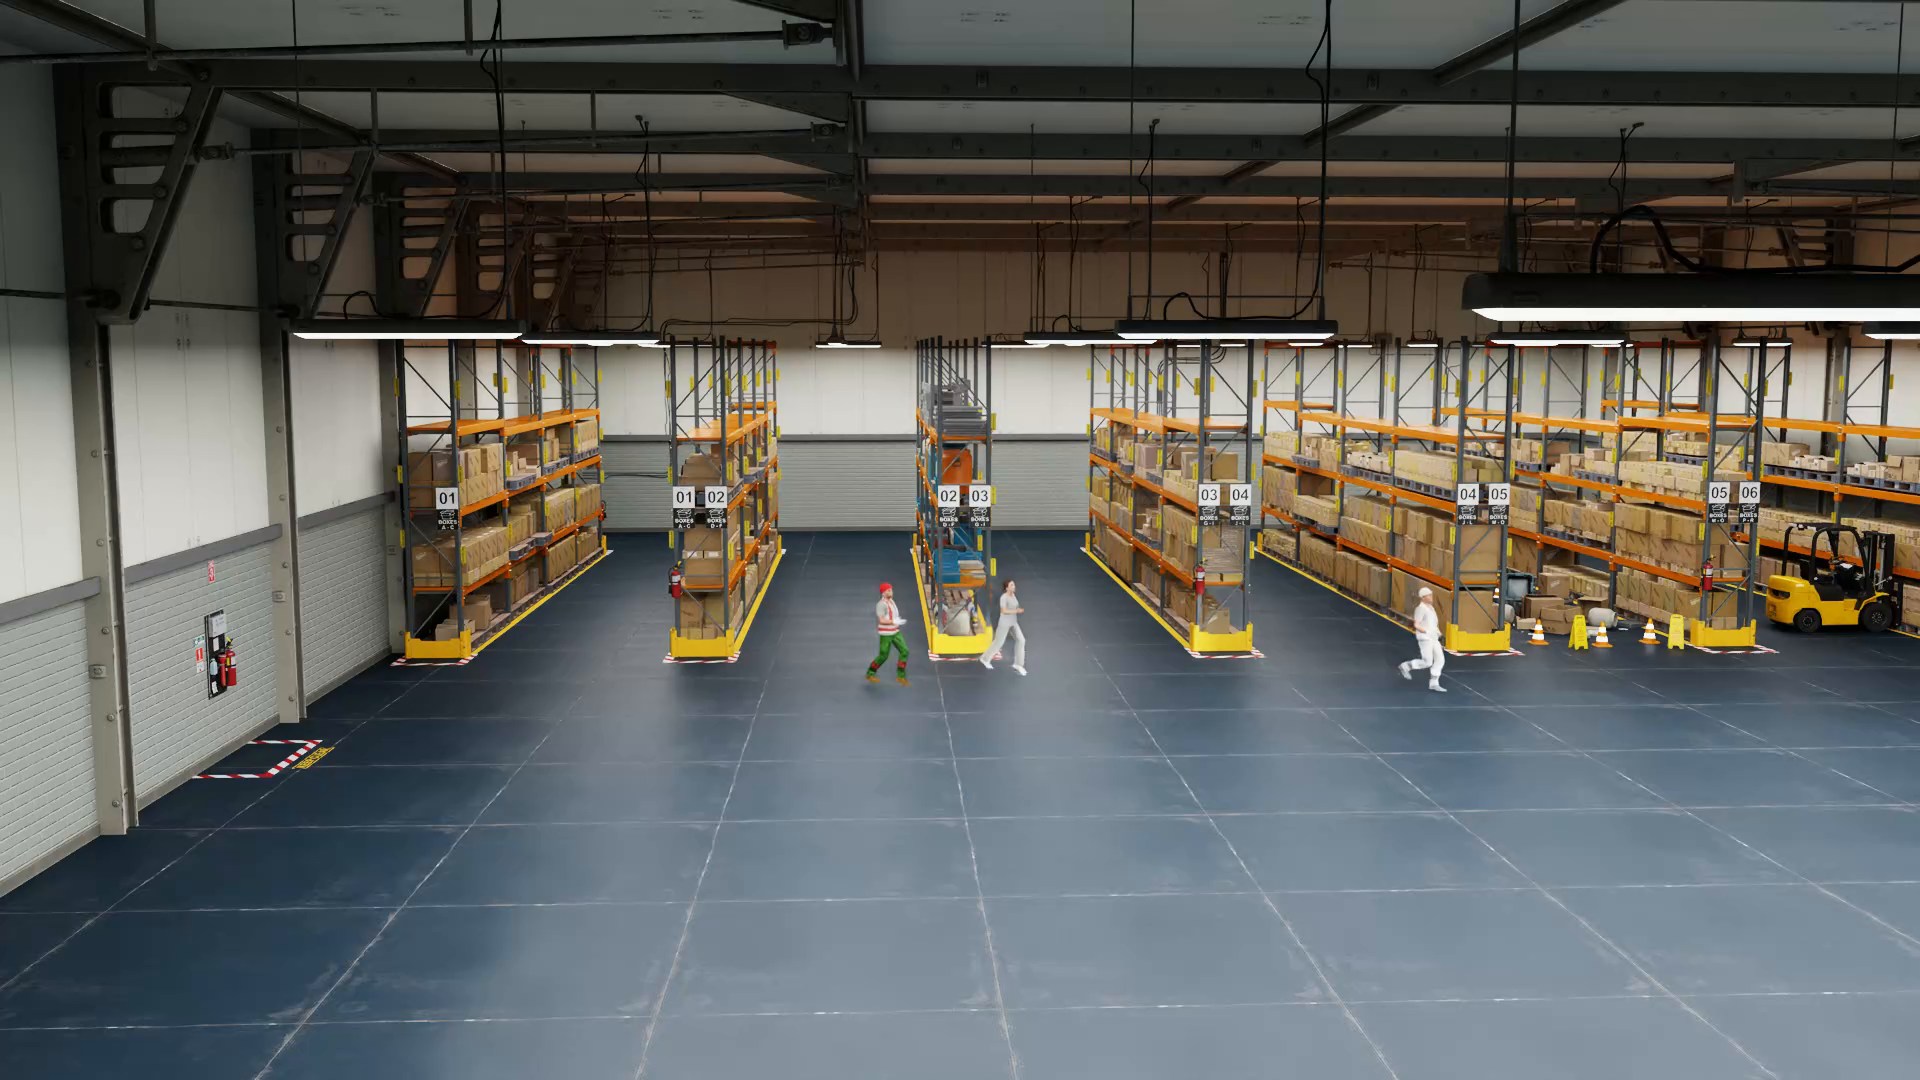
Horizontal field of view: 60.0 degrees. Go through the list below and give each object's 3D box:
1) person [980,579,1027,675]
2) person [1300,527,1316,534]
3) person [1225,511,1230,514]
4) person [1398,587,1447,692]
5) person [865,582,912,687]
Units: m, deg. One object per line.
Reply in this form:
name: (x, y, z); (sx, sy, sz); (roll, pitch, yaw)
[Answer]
person: (0.803, 1.532, 29.665); (0.894, 1.711, 0.575); (5, 8, 35)
person: (10.166, -0.686, 48.707); (0.706, 1.733, 0.947); (-4, 8, -30)
person: (7.581, -0.353, 45.776); (0.733, 1.834, 0.984); (0, 6, 2)
person: (7.874, 1.672, 28.157); (0.825, 1.754, 0.668); (5, 8, 38)
person: (-1.228, 1.621, 28.467); (0.813, 1.812, 0.665); (3, 7, 26)
